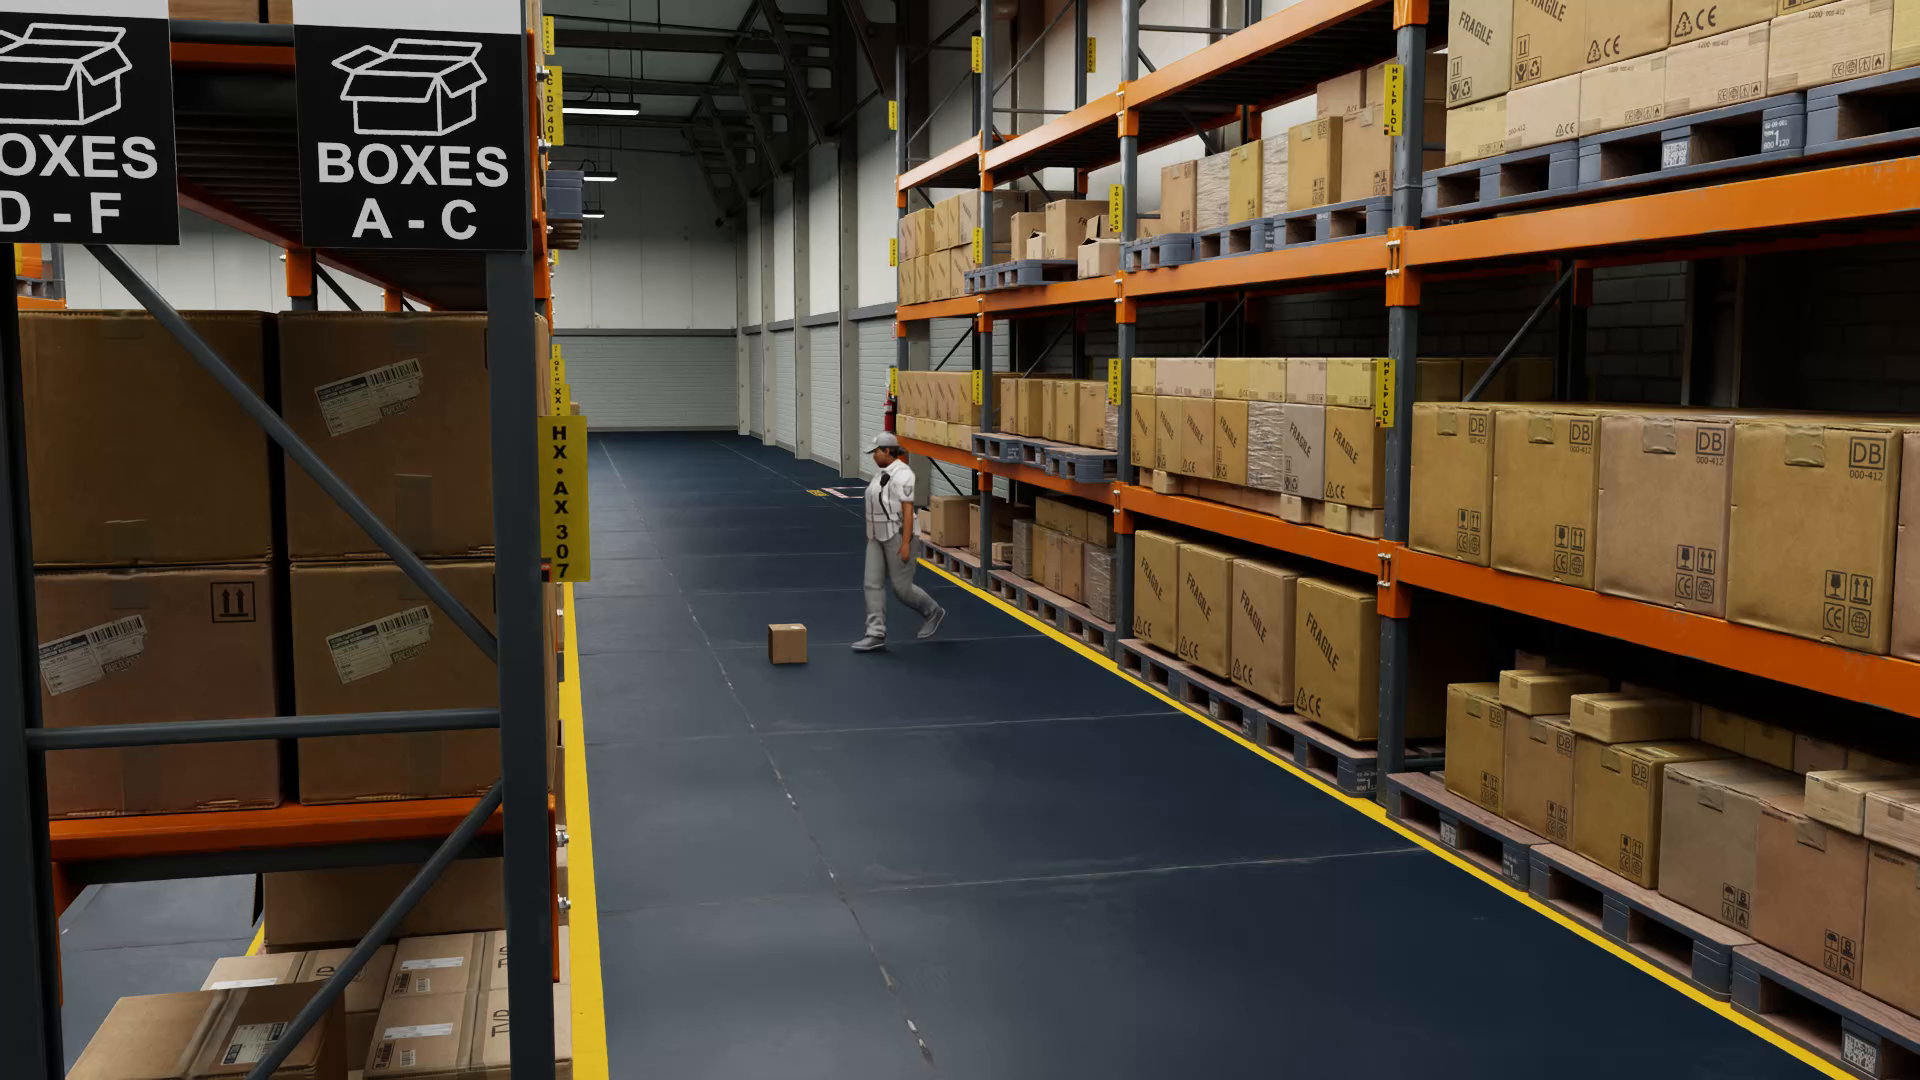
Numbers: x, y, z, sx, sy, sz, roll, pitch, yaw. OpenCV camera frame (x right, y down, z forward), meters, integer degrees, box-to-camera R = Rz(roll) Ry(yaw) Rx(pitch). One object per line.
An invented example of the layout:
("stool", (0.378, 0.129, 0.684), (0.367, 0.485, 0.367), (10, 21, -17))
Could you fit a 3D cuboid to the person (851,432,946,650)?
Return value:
("person", (-0.472, -0.001, 12.656), (0.796, 1.639, 0.503), (-5, 8, -39))
